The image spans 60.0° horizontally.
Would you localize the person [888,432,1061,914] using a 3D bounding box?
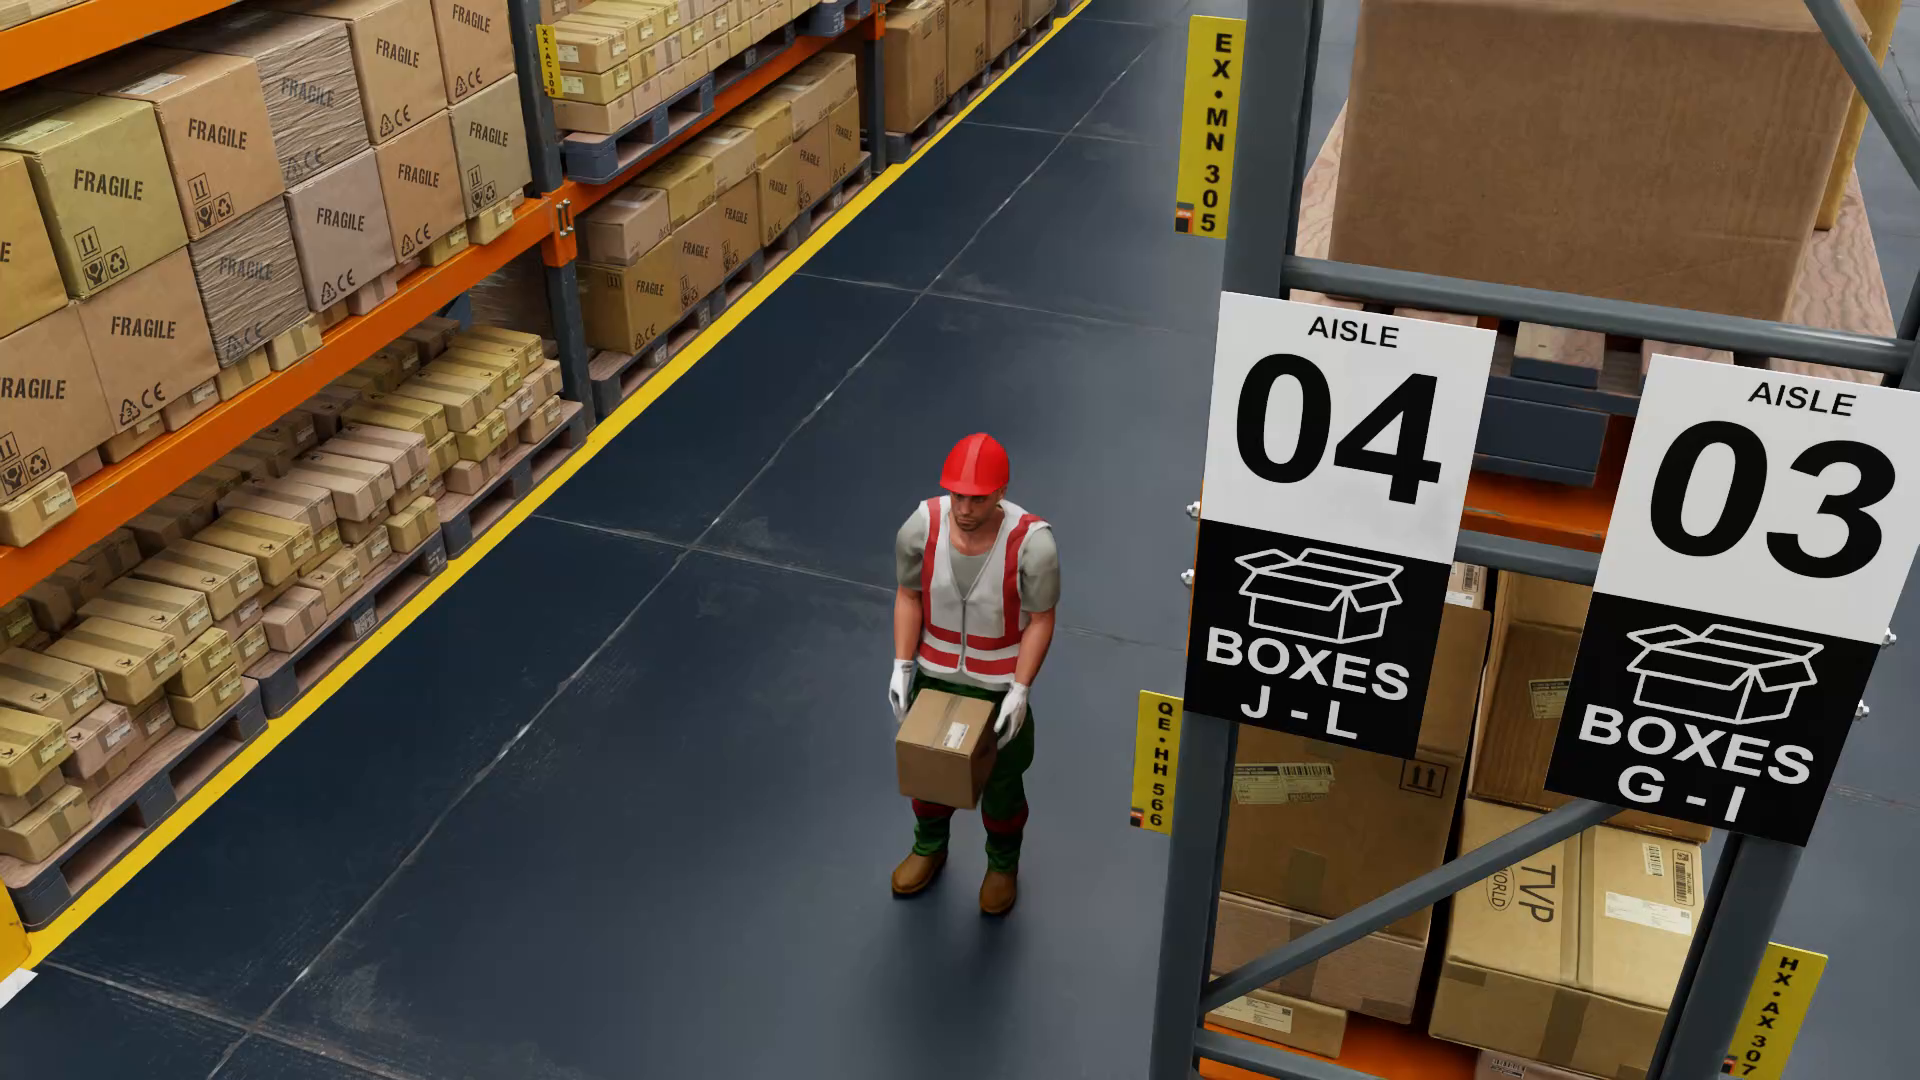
[{"bbox_3d":[5.006,-1.761,8.831,7.342,1.791,11.342,10,34,16],"label":"person"}]
